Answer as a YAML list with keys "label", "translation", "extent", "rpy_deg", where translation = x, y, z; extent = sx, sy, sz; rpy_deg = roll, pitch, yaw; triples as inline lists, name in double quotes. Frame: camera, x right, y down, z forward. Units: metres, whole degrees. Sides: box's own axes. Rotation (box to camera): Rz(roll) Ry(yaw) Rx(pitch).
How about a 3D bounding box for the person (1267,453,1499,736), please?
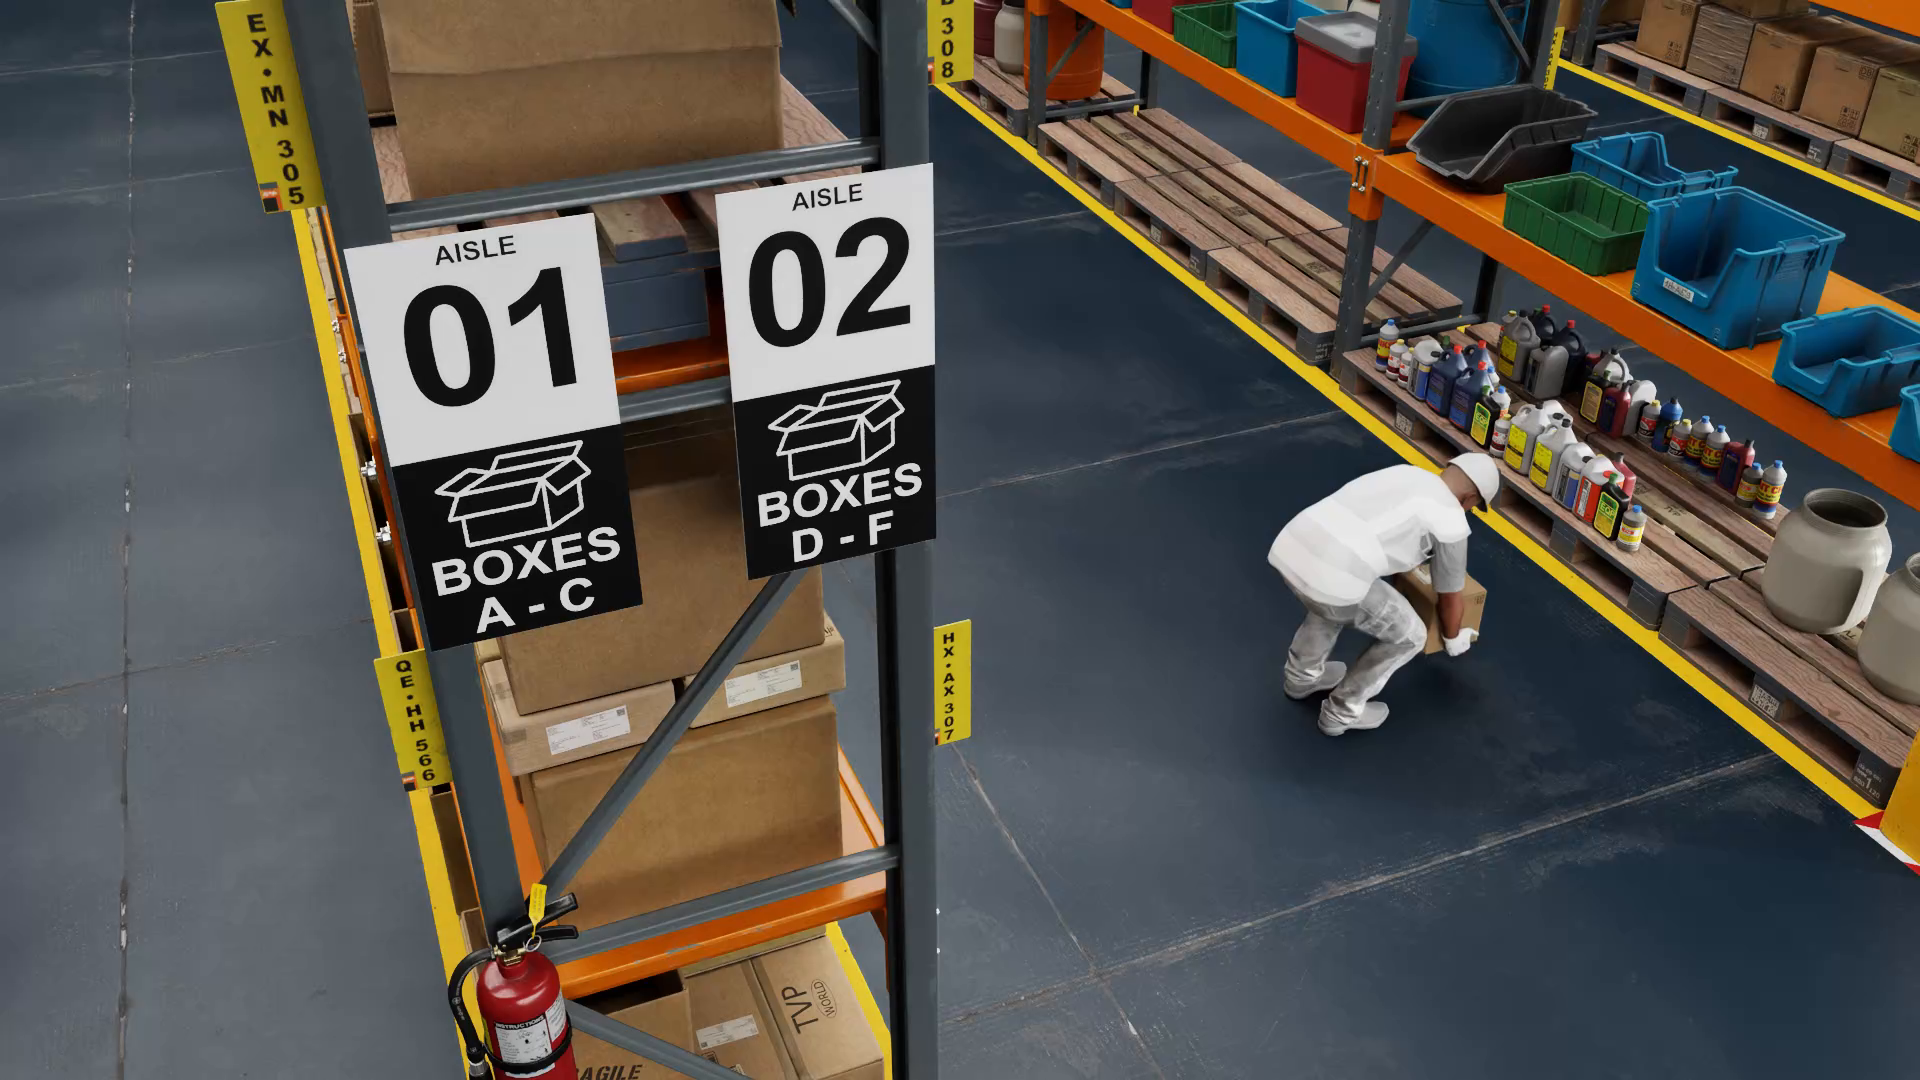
- label: "person"
  translation: [1.649, 0.195, 6.524]
  extent: [0.976, 1.017, 0.548]
  rpy_deg: [-15, 36, -21]
